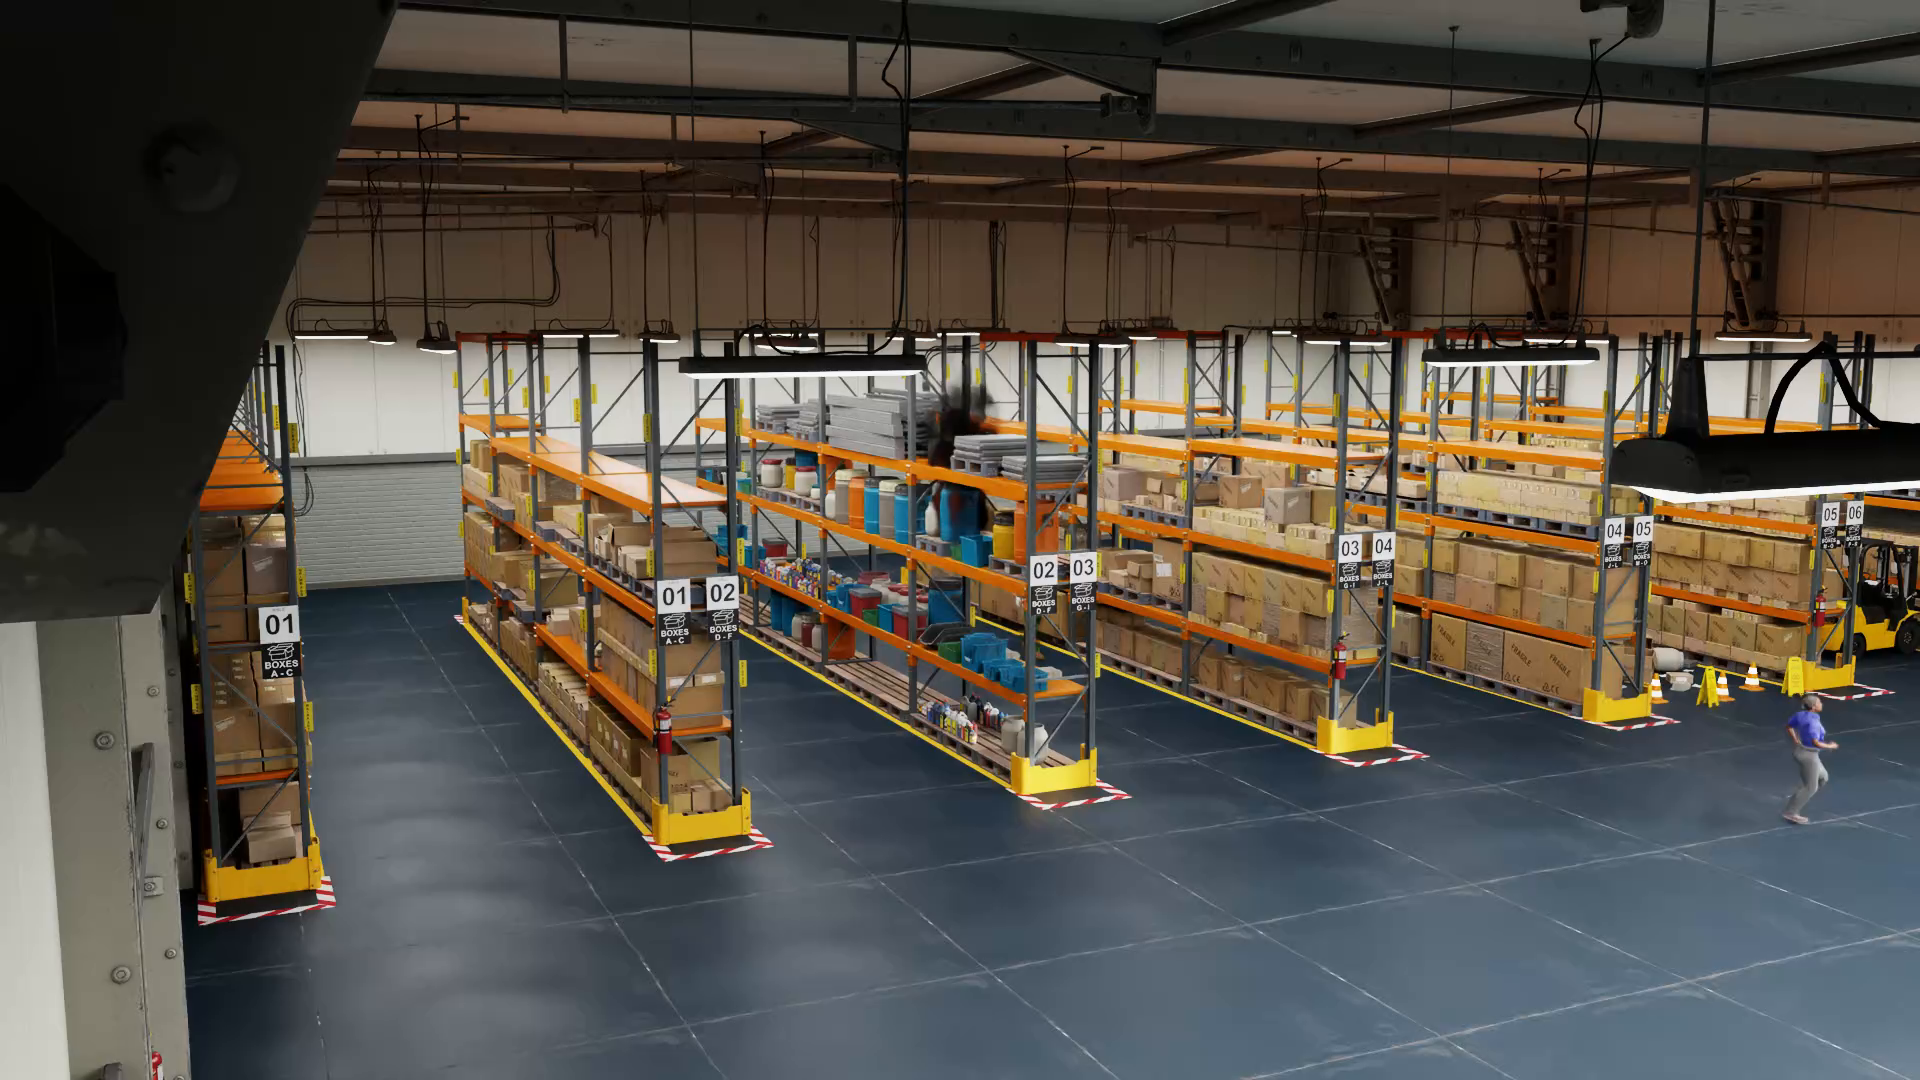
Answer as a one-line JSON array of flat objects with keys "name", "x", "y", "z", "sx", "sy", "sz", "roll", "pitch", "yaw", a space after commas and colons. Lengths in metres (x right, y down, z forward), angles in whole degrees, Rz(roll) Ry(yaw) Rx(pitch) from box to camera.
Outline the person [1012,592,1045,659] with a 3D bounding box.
[{"name": "person", "x": 1.358, "y": 1.255, "z": 30.885, "sx": 0.658, "sy": 1.785, "sz": 0.954, "roll": -5, "pitch": 9, "yaw": -31}]

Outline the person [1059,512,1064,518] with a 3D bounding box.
[{"name": "person", "x": 2.314, "y": 0.137, "z": 39.833, "sx": 0.694, "sy": 1.642, "sz": 0.880, "roll": 0, "pitch": 8, "yaw": 2}]

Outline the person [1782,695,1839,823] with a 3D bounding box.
[{"name": "person", "x": 10.633, "y": 2.727, "z": 20.777, "sx": 0.576, "sy": 1.625, "sz": 0.630, "roll": 1, "pitch": 8, "yaw": 11}]
